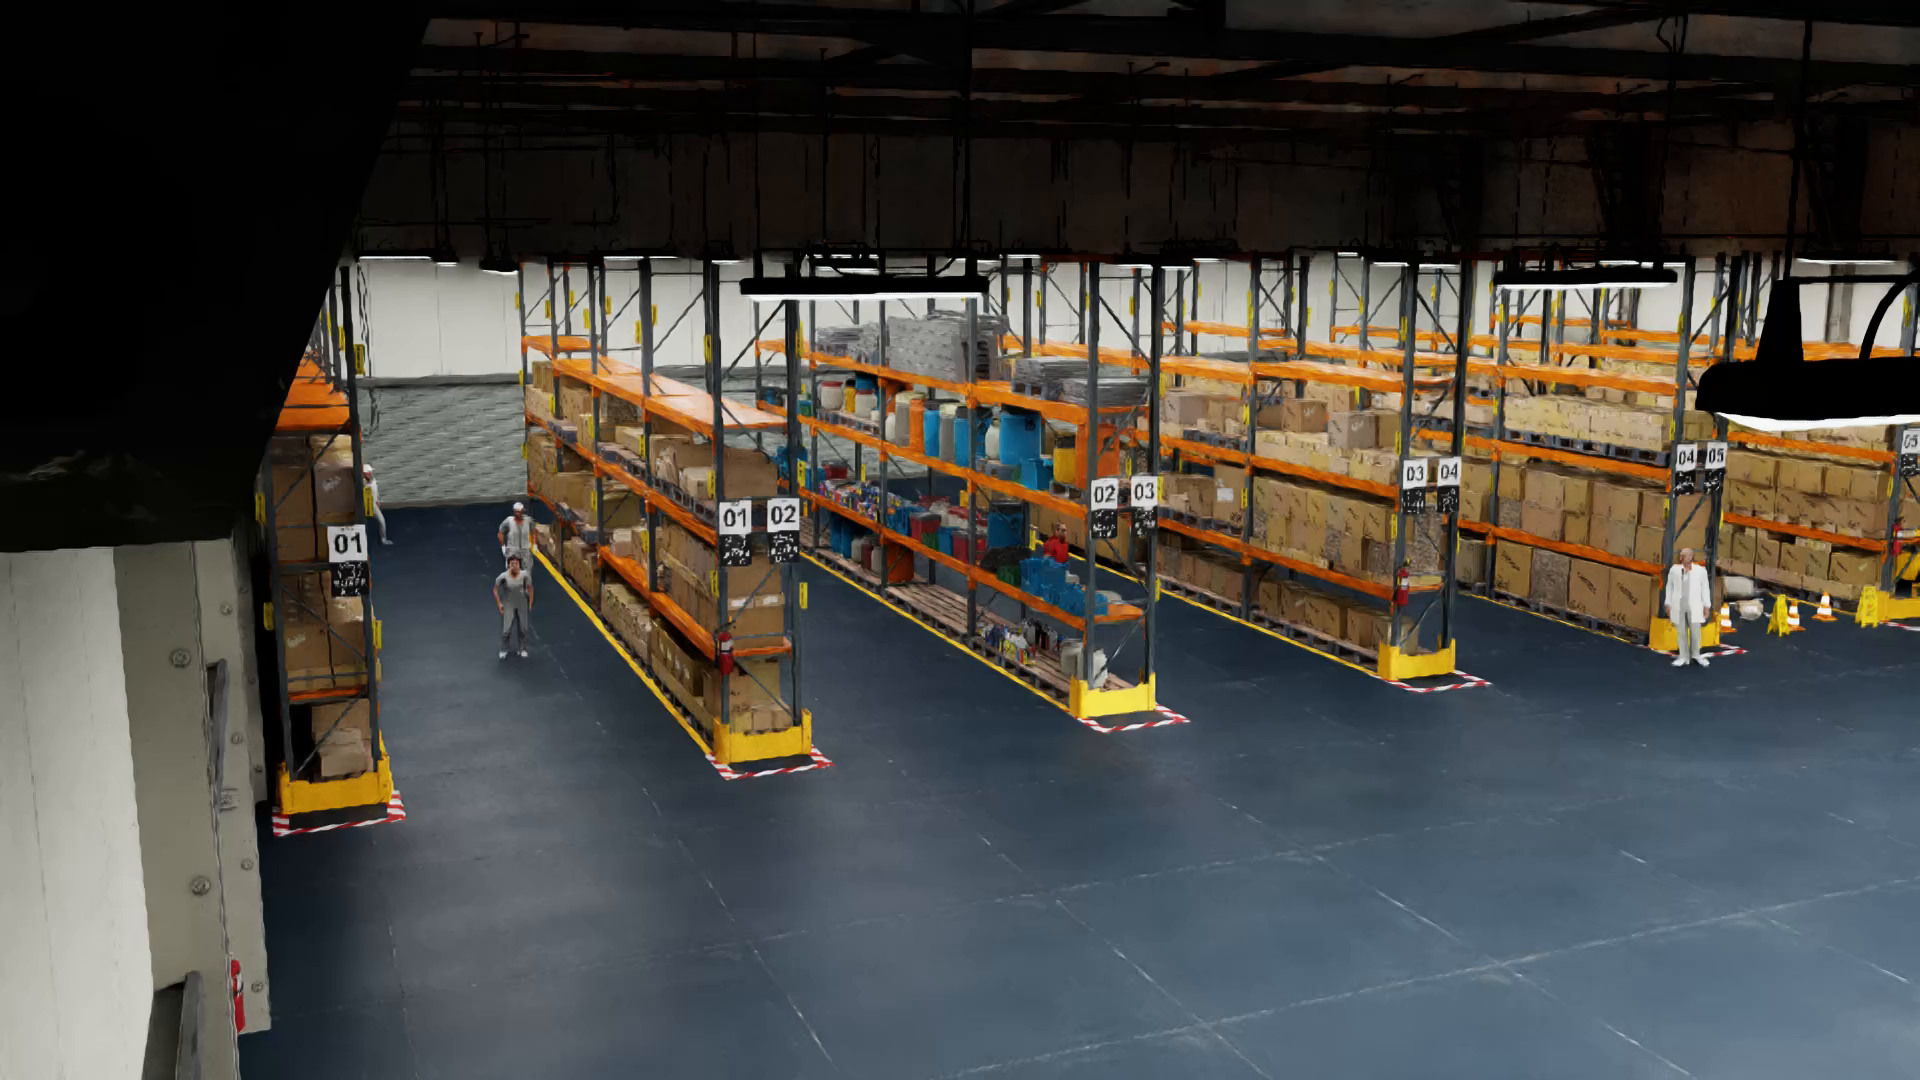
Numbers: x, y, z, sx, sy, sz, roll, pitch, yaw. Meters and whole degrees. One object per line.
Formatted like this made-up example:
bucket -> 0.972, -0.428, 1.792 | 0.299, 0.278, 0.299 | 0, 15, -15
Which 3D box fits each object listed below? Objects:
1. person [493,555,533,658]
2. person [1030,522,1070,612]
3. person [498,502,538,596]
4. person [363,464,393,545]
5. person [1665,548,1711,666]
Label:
person -> -6.737, 0.999, 25.124 | 0.580, 1.619, 0.507 | -5, 11, -24
person -> 1.563, 0.510, 26.971 | 0.798, 1.654, 0.683 | 10, 15, 44
person -> -7.779, 0.169, 29.325 | 0.677, 1.742, 0.552 | -5, 11, -23
person -> -12.195, -0.728, 34.212 | 0.682, 1.712, 0.800 | -10, 14, -43
person -> 10.802, 0.990, 24.641 | 0.684, 1.773, 0.467 | 7, 13, 34
